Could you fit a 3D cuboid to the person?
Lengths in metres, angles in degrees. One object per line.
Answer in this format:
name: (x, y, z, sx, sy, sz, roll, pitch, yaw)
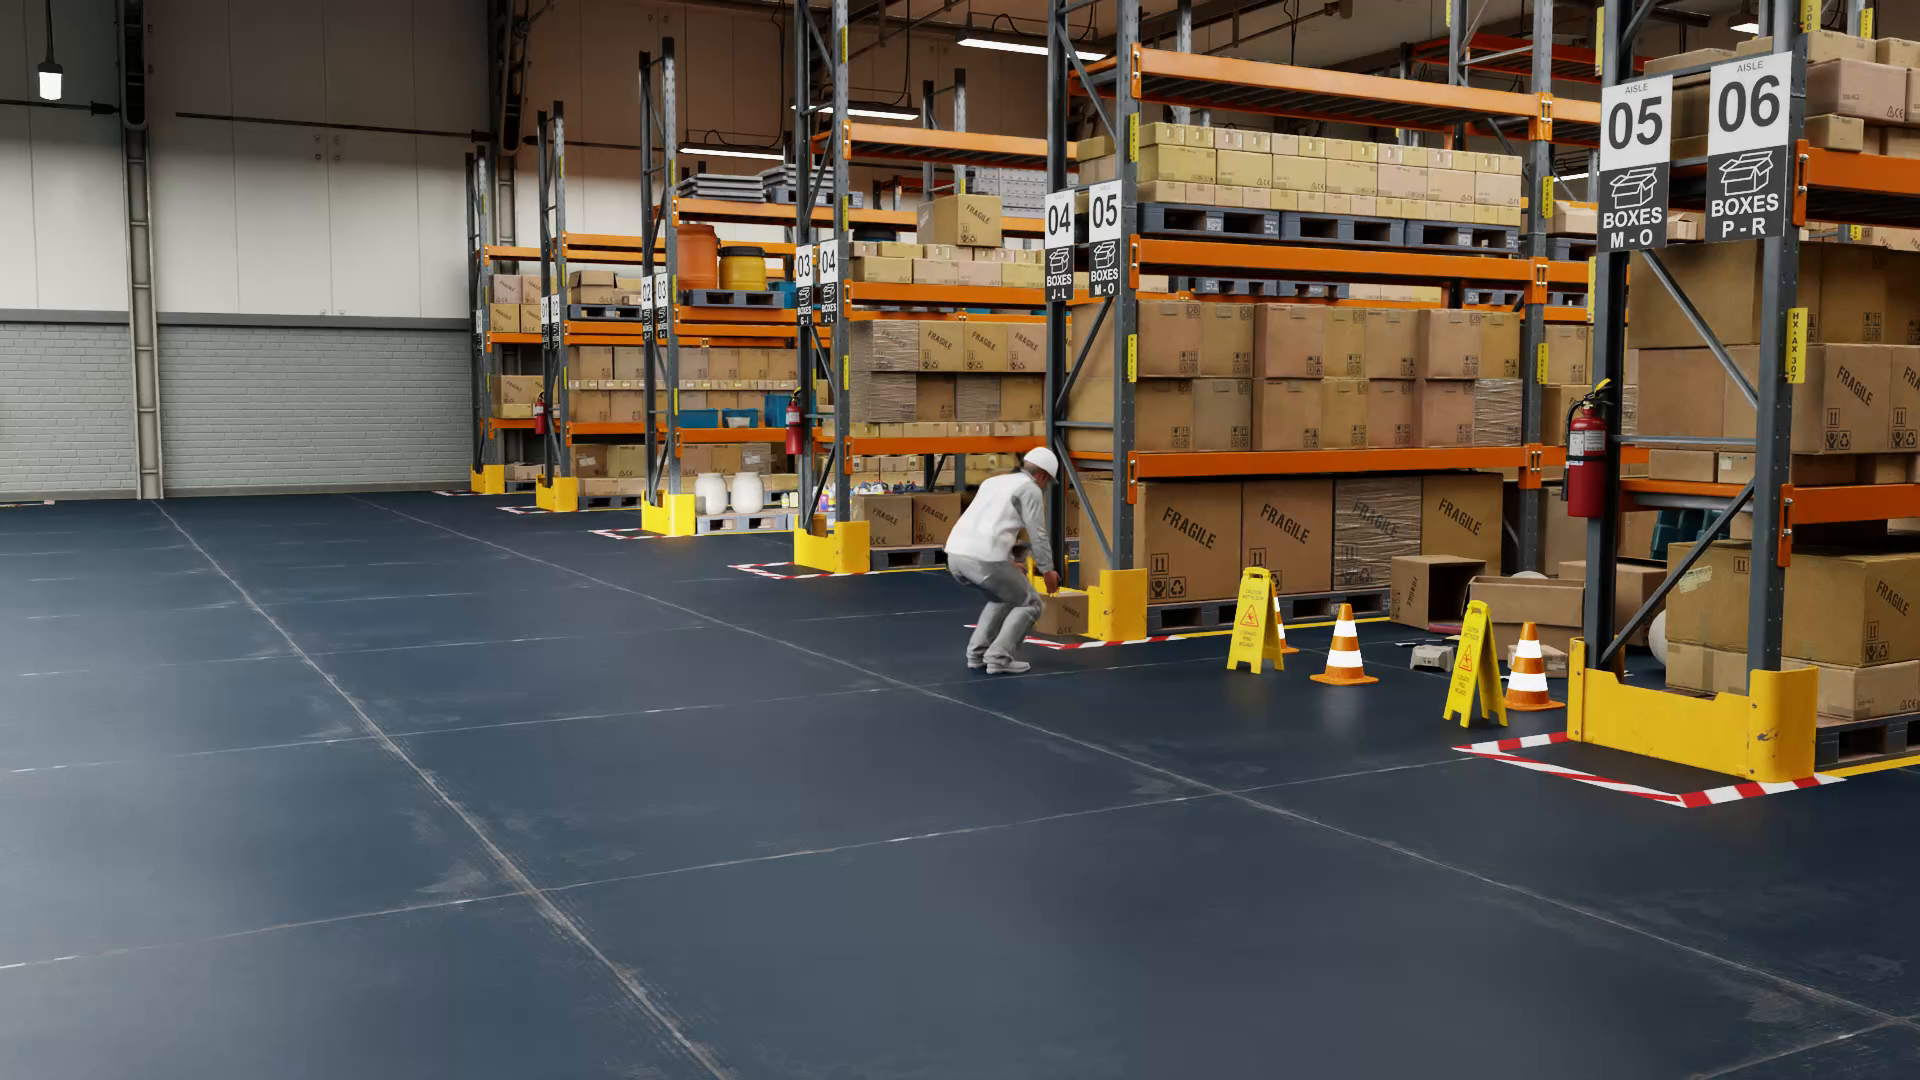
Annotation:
person: (0.279, 0.117, 10.469, 0.784, 1.392, 0.591, -3, 6, -29)
